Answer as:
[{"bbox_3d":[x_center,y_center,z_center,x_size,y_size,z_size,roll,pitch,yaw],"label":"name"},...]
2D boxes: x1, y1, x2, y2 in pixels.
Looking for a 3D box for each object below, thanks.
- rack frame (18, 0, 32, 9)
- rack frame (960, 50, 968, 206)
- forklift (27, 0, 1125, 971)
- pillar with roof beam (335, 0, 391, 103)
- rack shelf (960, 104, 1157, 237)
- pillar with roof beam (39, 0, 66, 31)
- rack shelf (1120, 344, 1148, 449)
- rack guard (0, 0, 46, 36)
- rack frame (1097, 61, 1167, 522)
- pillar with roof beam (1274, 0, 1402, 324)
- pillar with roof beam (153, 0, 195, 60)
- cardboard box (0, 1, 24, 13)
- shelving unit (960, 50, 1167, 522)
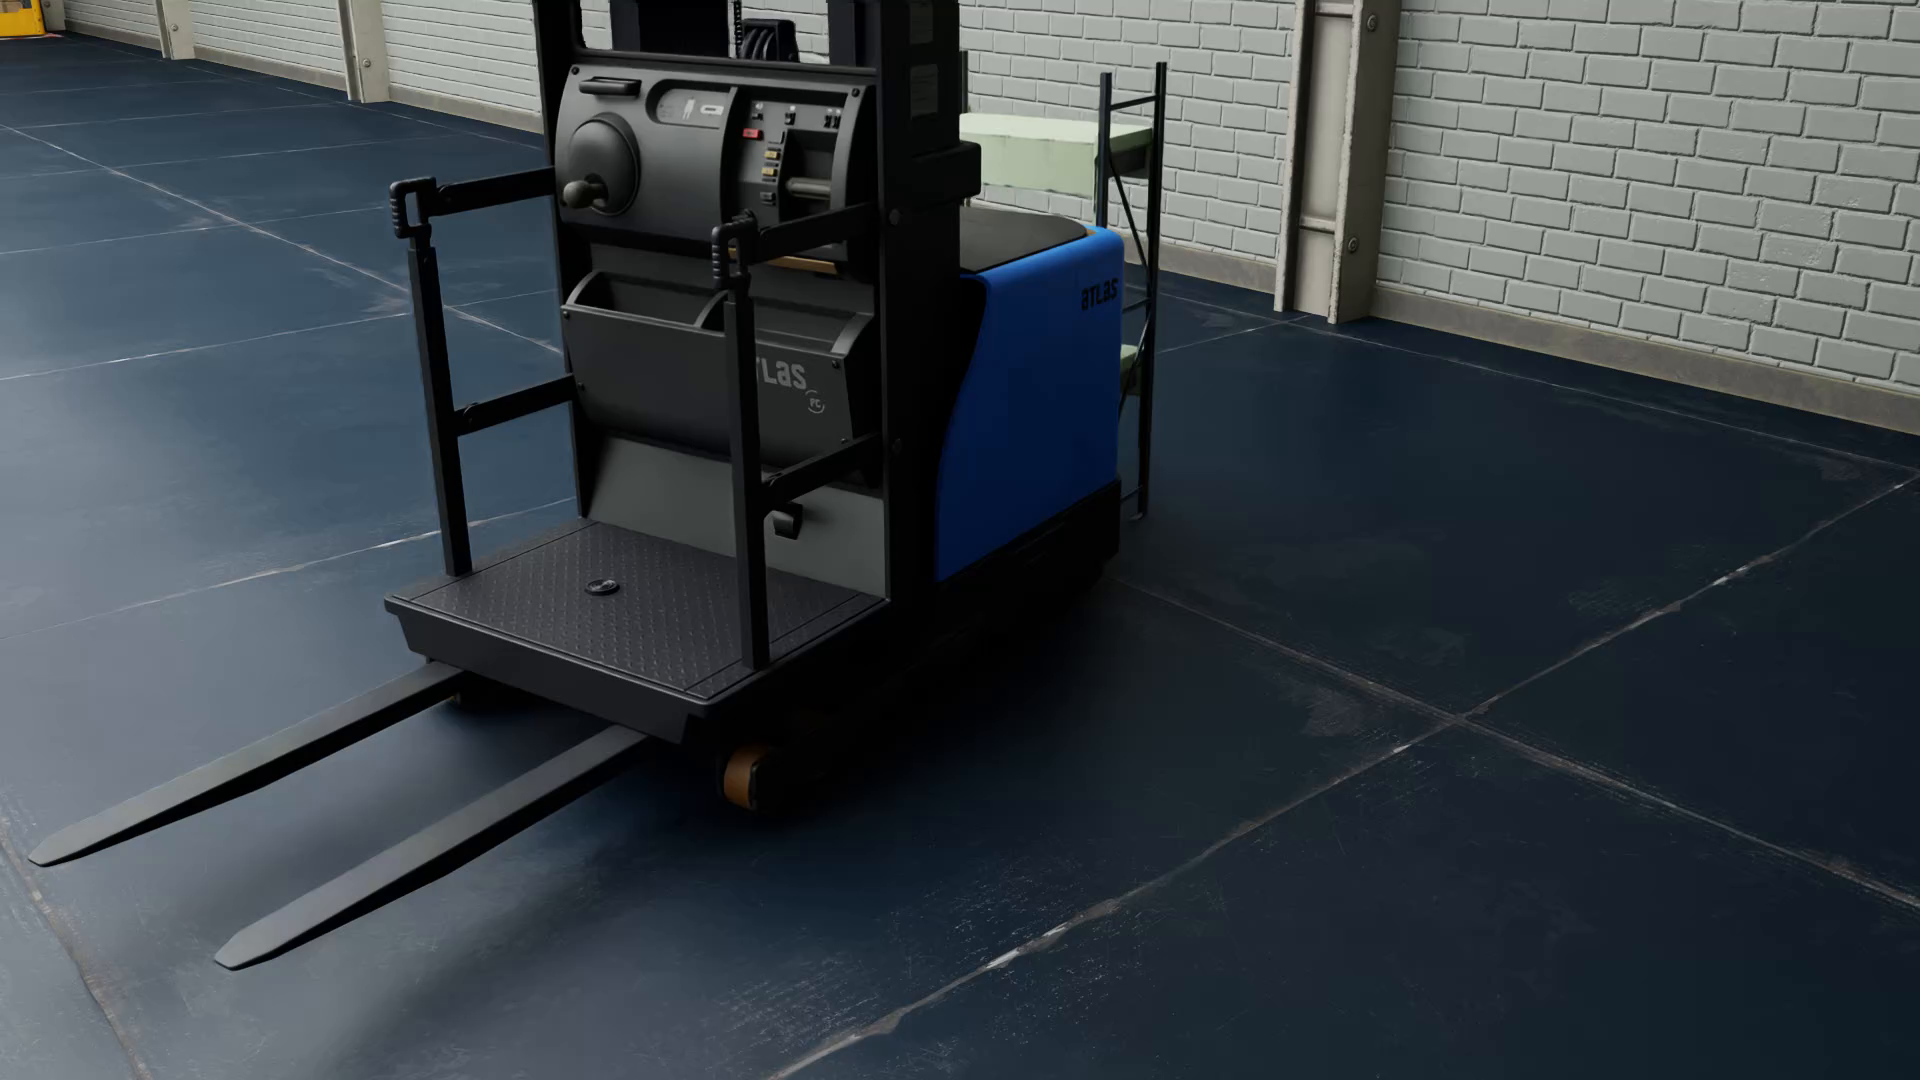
[{"bbox_3d":[-14.052,-8.777,23.780,1.000,3.000,0.127,-17,27,-37],"label":"rack frame"},{"bbox_3d":[-0.090,-0.871,5.651,0.023,1.500,0.400,13,25,30],"label":"rack frame"},{"bbox_3d":[-0.731,-0.927,3.831,1.130,2.935,3.031,13,25,31],"label":"forklift"},{"bbox_3d":[-9.252,-7.637,12.644,9.100,9.000,0.400,-17,27,-37],"label":"pillar with roof beam"},{"bbox_3d":[0.218,-1.162,5.324,0.720,0.370,0.431,13,25,30],"label":"rack shelf"},{"bbox_3d":[-17.085,-10.952,21.108,9.100,9.000,0.400,-17,27,-37],"label":"pillar with roof beam"},{"bbox_3d":[0.218,-0.495,5.585,0.720,0.370,0.431,13,25,30],"label":"rack shelf"},{"bbox_3d":[-14.036,-7.606,24.219,1.175,0.500,0.348,-17,27,-37],"label":"rack guard"},{"bbox_3d":[0.526,-0.726,5.282,0.023,1.500,0.400,13,25,30],"label":"rack frame"},{"bbox_3d":[-1.419,-4.322,4.179,9.100,9.000,0.400,-17,27,-37],"label":"pillar with roof beam"},{"bbox_3d":[-13.169,-9.295,16.876,9.100,9.000,0.400,-17,27,-37],"label":"pillar with roof beam"},{"bbox_3d":[-14.224,-7.874,24.670,0.500,0.250,0.500,-17,27,-37],"label":"cardboard box"},{"bbox_3d":[0.218,-0.798,5.466,0.755,1.500,0.431,13,25,30],"label":"shelving unit"}]
